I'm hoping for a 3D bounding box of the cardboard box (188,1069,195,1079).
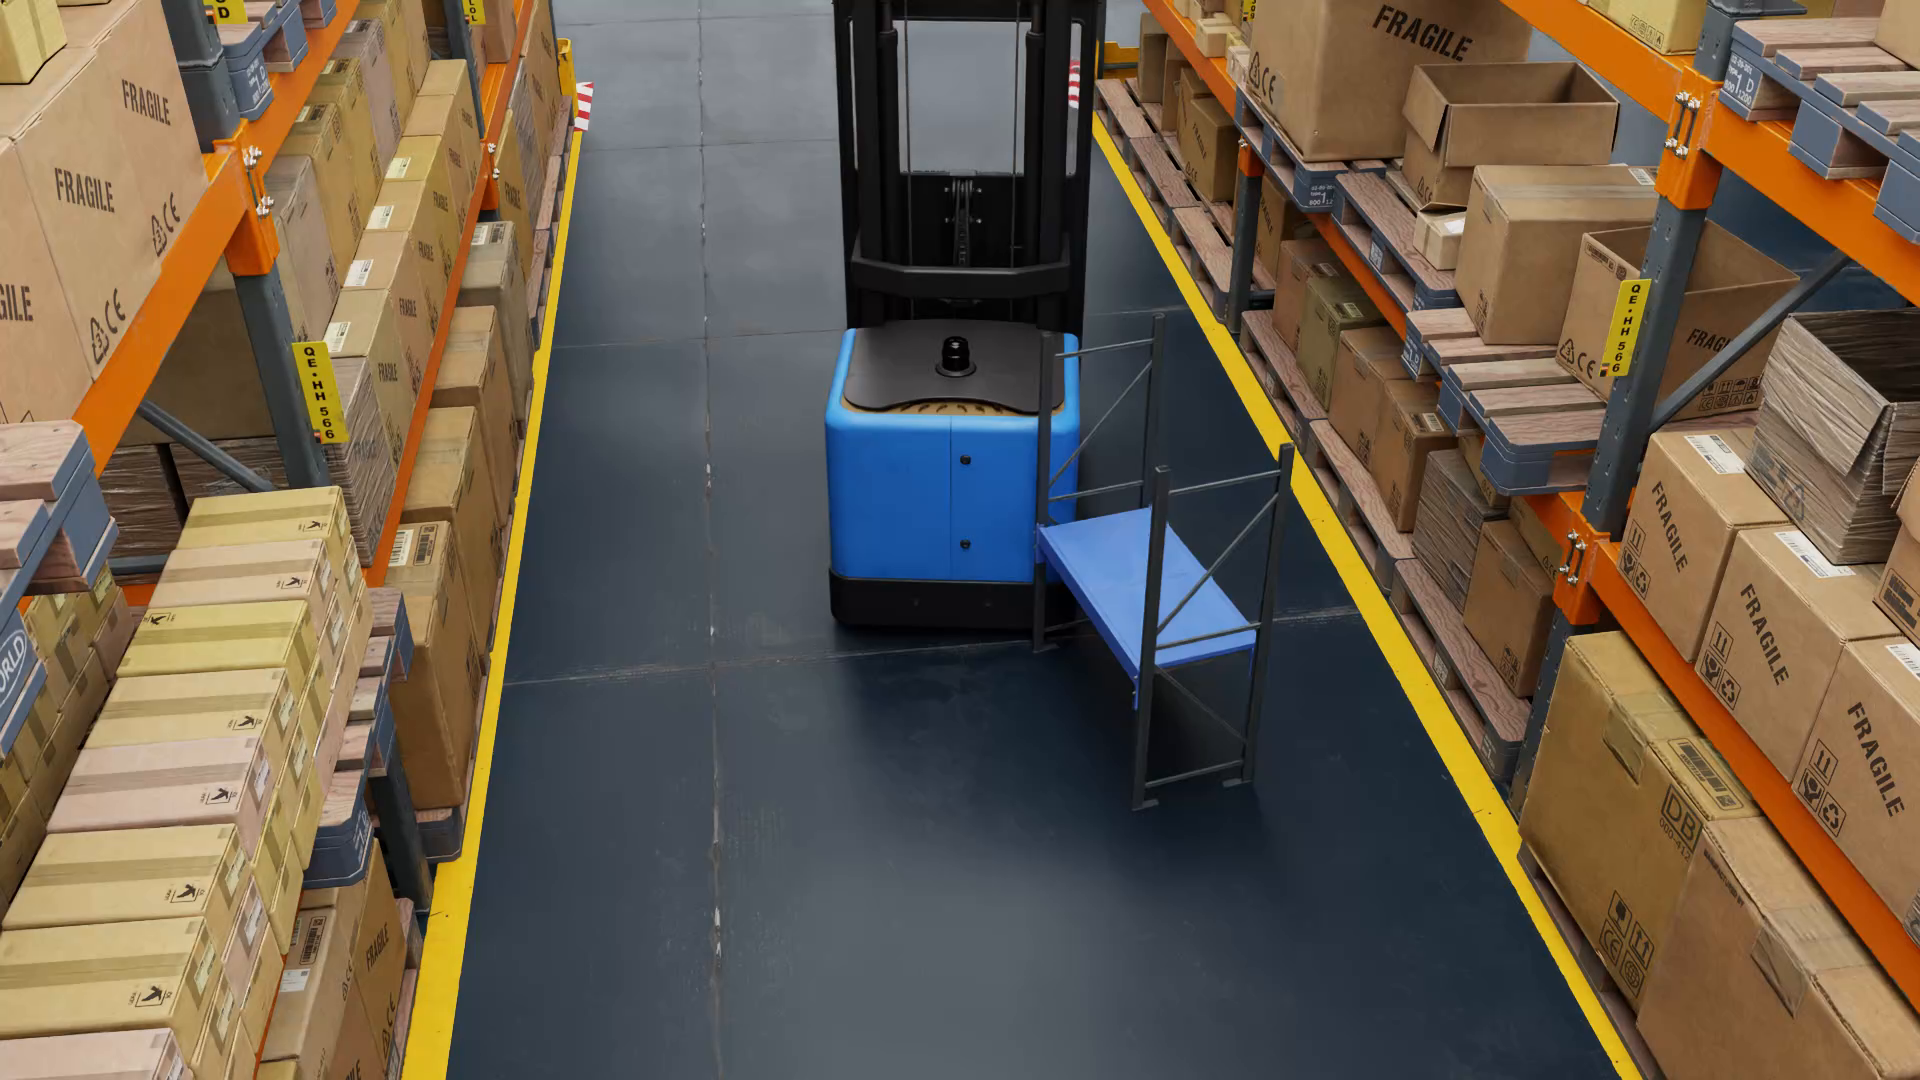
[{"bbox_3d":[-1.602,1.128,3.018,0.380,0.149,0.250,-5,35,-7],"label":"cardboard box"}]

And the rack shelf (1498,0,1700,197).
[{"bbox_3d":[2.299,-2.303,6.441,1.077,0.370,4.000,-4,35,-6],"label":"rack shelf"}]

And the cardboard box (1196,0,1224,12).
[{"bbox_3d":[1.831,-3.450,9.796,0.875,0.500,0.500,-4,35,-6],"label":"cardboard box"}]

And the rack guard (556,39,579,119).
[{"bbox_3d":[-3.440,-3.370,12.251,1.175,0.500,0.348,-4,35,-6],"label":"rack guard"}]

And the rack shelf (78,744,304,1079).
[{"bbox_3d":[-2.092,1.488,3.542,1.077,0.370,4.000,-4,35,-6],"label":"rack shelf"}]

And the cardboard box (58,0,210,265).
[{"bbox_3d":[-2.032,-0.907,3.665,0.500,0.500,0.500,-4,35,-6],"label":"cardboard box"}]

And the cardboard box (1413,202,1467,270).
[{"bbox_3d":[2.076,-1.273,6.700,0.396,0.266,0.258,-5,35,-8],"label":"cardboard box"}]

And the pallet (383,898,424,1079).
[{"bbox_3d":[-2.257,1.663,5.122,1.003,0.211,1.213,-4,35,-6],"label":"pallet"}]

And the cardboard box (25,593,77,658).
[{"bbox_3d":[-2.452,0.181,4.142,0.380,0.149,0.250,-5,35,-8],"label":"cardboard box"}]

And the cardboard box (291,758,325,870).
[{"bbox_3d":[-1.743,0.667,3.958,0.380,0.149,0.250,-5,35,-7],"label":"cardboard box"}]

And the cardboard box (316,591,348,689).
[{"bbox_3d":[-1.806,0.272,4.273,0.380,0.149,0.250,-3,34,-5],"label":"cardboard box"}]

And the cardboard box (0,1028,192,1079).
[{"bbox_3d":[-1.595,1.015,2.919,0.380,0.149,0.250,-3,34,-5],"label":"cardboard box"}]

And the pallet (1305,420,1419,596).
[{"bbox_3d":[2.303,-0.208,7.868,1.003,0.211,1.213,-4,35,-6],"label":"pallet"}]

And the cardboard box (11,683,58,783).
[{"bbox_3d":[-2.417,0.467,3.987,0.380,0.149,0.250,-5,35,-8],"label":"cardboard box"}]

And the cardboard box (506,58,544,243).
[{"bbox_3d":[-3.039,-2.312,9.993,0.875,0.875,0.875,-4,34,-6],"label":"cardboard box"}]

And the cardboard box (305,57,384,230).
[{"bbox_3d":[-2.621,-1.485,6.288,0.700,0.500,0.500,-5,35,-7],"label":"cardboard box"}]

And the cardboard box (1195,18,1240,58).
[{"bbox_3d":[1.567,-2.886,9.544,0.380,0.149,0.250,-4,35,-6],"label":"cardboard box"}]

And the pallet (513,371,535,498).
[{"bbox_3d":[-2.721,-0.580,8.414,1.003,0.211,1.213,-4,35,-6],"label":"pallet"}]

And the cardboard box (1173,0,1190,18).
[{"bbox_3d":[1.522,-3.309,10.165,0.380,0.149,0.250,-4,35,-6],"label":"cardboard box"}]

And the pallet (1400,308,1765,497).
[{"bbox_3d":[2.366,-0.555,6.071,1.213,0.211,1.003,-4,35,-6],"label":"pallet"}]

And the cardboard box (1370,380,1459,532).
[{"bbox_3d":[2.287,-0.390,7.488,0.700,0.500,0.500,-2,34,-2],"label":"cardboard box"}]

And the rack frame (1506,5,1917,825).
[{"bbox_3d":[2.567,-0.245,5.445,1.000,3.000,0.127,-4,35,-6],"label":"rack frame"}]

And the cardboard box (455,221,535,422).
[{"bbox_3d":[-2.726,-1.062,8.269,1.050,0.750,0.750,-5,35,-7],"label":"cardboard box"}]

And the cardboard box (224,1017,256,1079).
[{"bbox_3d":[-1.632,1.113,3.303,0.380,0.149,0.250,-6,35,-9],"label":"cardboard box"}]

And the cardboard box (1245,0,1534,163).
[{"bbox_3d":[1.998,-2.444,7.767,1.000,1.000,1.000,-4,34,-6],"label":"cardboard box"}]

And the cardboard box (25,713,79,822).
[{"bbox_3d":[-2.428,0.570,4.100,0.380,0.149,0.250,-3,34,-4],"label":"cardboard box"}]

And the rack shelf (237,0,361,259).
[{"bbox_3d":[-2.630,-1.984,5.972,1.077,0.370,4.000,-4,35,-6],"label":"rack shelf"}]

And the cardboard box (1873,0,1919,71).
[{"bbox_3d":[2.721,-1.365,3.962,0.797,0.503,0.637,-2,34,-4],"label":"cardboard box"}]

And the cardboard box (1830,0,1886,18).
[{"bbox_3d":[2.756,-1.704,5.056,0.500,0.250,0.500,-4,34,-6],"label":"cardboard box"}]

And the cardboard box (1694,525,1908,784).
[{"bbox_3d":[2.435,0.293,4.567,0.500,0.500,0.500,-5,35,-8],"label":"cardboard box"}]

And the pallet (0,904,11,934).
[{"bbox_3d":[-2.054,1.255,3.415,1.003,0.211,1.213,-4,35,-6],"label":"pallet"}]

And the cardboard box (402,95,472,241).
[{"bbox_3d":[-2.496,-1.646,7.413,0.500,0.500,0.500,-5,35,-7],"label":"cardboard box"}]

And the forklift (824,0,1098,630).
[{"bbox_3d":[0.035,-1.630,7.539,1.130,2.935,3.031,2,34,2],"label":"forklift"}]

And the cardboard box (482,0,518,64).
[{"bbox_3d":[-3.013,-3.040,9.414,0.875,0.550,0.550,-4,35,-6],"label":"cardboard box"}]

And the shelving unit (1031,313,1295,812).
[{"bbox_3d":[0.710,0.078,6.301,0.538,1.500,1.048,-11,36,-16],"label":"shelving unit"}]

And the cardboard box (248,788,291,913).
[{"bbox_3d":[-1.703,0.697,3.649,0.380,0.149,0.250,-5,35,-7],"label":"cardboard box"}]

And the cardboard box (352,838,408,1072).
[{"bbox_3d":[-2.013,1.281,5.053,0.500,0.500,0.500,-5,35,-7],"label":"cardboard box"}]

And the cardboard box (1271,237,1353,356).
[{"bbox_3d":[2.091,-1.281,8.796,0.700,0.500,0.500,-7,35,-10],"label":"cardboard box"}]

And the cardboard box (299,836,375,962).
[{"bbox_3d":[-2.009,0.986,4.821,0.500,0.250,0.500,-5,35,-8],"label":"cardboard box"}]

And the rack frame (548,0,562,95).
[{"bbox_3d":[-3.437,-4.390,11.528,1.000,3.000,0.127,-4,35,-6],"label":"rack frame"}]

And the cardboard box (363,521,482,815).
[{"bbox_3d":[-2.354,0.484,6.001,1.050,0.750,0.750,-5,35,-7],"label":"cardboard box"}]

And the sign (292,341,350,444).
[{"bbox_3d":[-1.825,-0.417,4.741,0.100,0.325,0.005,-4,35,-6],"label":"sign"}]

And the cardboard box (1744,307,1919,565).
[{"bbox_3d":[2.650,-0.291,4.534,0.797,0.503,0.637,-3,34,-5],"label":"cardboard box"}]

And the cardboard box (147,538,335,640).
[{"bbox_3d":[-1.809,0.138,4.206,0.380,0.149,0.250,-5,35,-7],"label":"cardboard box"}]

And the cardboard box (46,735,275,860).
[{"bbox_3d":[-1.708,0.568,3.575,0.380,0.149,0.250,-4,35,-6],"label":"cardboard box"}]

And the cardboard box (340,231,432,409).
[{"bbox_3d":[-2.292,-0.803,6.175,0.500,0.500,0.500,-4,35,-6],"label":"cardboard box"}]

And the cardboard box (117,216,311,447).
[{"bbox_3d":[-2.412,-0.631,5.036,0.700,0.500,0.500,-5,35,-7],"label":"cardboard box"}]

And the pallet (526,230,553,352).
[{"bbox_3d":[-2.924,-1.435,9.669,1.003,0.211,1.213,-4,35,-6],"label":"pallet"}]

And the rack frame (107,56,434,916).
[{"bbox_3d":[-2.361,0.075,4.977,1.000,3.000,0.127,-4,35,-6],"label":"rack frame"}]

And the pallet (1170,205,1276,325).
[{"bbox_3d":[1.904,-1.697,10.052,1.003,0.211,1.213,-4,35,-6],"label":"pallet"}]

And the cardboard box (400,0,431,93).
[{"bbox_3d":[-2.826,-2.335,7.537,0.700,0.500,0.500,-5,35,-7],"label":"cardboard box"}]

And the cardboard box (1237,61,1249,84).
[{"bbox_3d":[1.709,-2.471,8.935,0.380,0.149,0.250,-4,35,-6],"label":"cardboard box"}]

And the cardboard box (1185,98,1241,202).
[{"bbox_3d":[1.769,-2.503,10.606,0.500,0.500,0.500,-7,35,-11],"label":"cardboard box"}]

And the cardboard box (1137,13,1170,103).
[{"bbox_3d":[1.559,-3.500,12.069,0.500,0.500,0.500,2,34,2],"label":"cardboard box"}]

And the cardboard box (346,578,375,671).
[{"bbox_3d":[-1.839,0.245,4.577,0.380,0.149,0.250,-4,34,-6],"label":"cardboard box"}]

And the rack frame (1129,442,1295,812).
[{"bbox_3d":[0.877,0.347,5.904,0.500,1.500,0.032,-11,36,-16],"label":"rack frame"}]
